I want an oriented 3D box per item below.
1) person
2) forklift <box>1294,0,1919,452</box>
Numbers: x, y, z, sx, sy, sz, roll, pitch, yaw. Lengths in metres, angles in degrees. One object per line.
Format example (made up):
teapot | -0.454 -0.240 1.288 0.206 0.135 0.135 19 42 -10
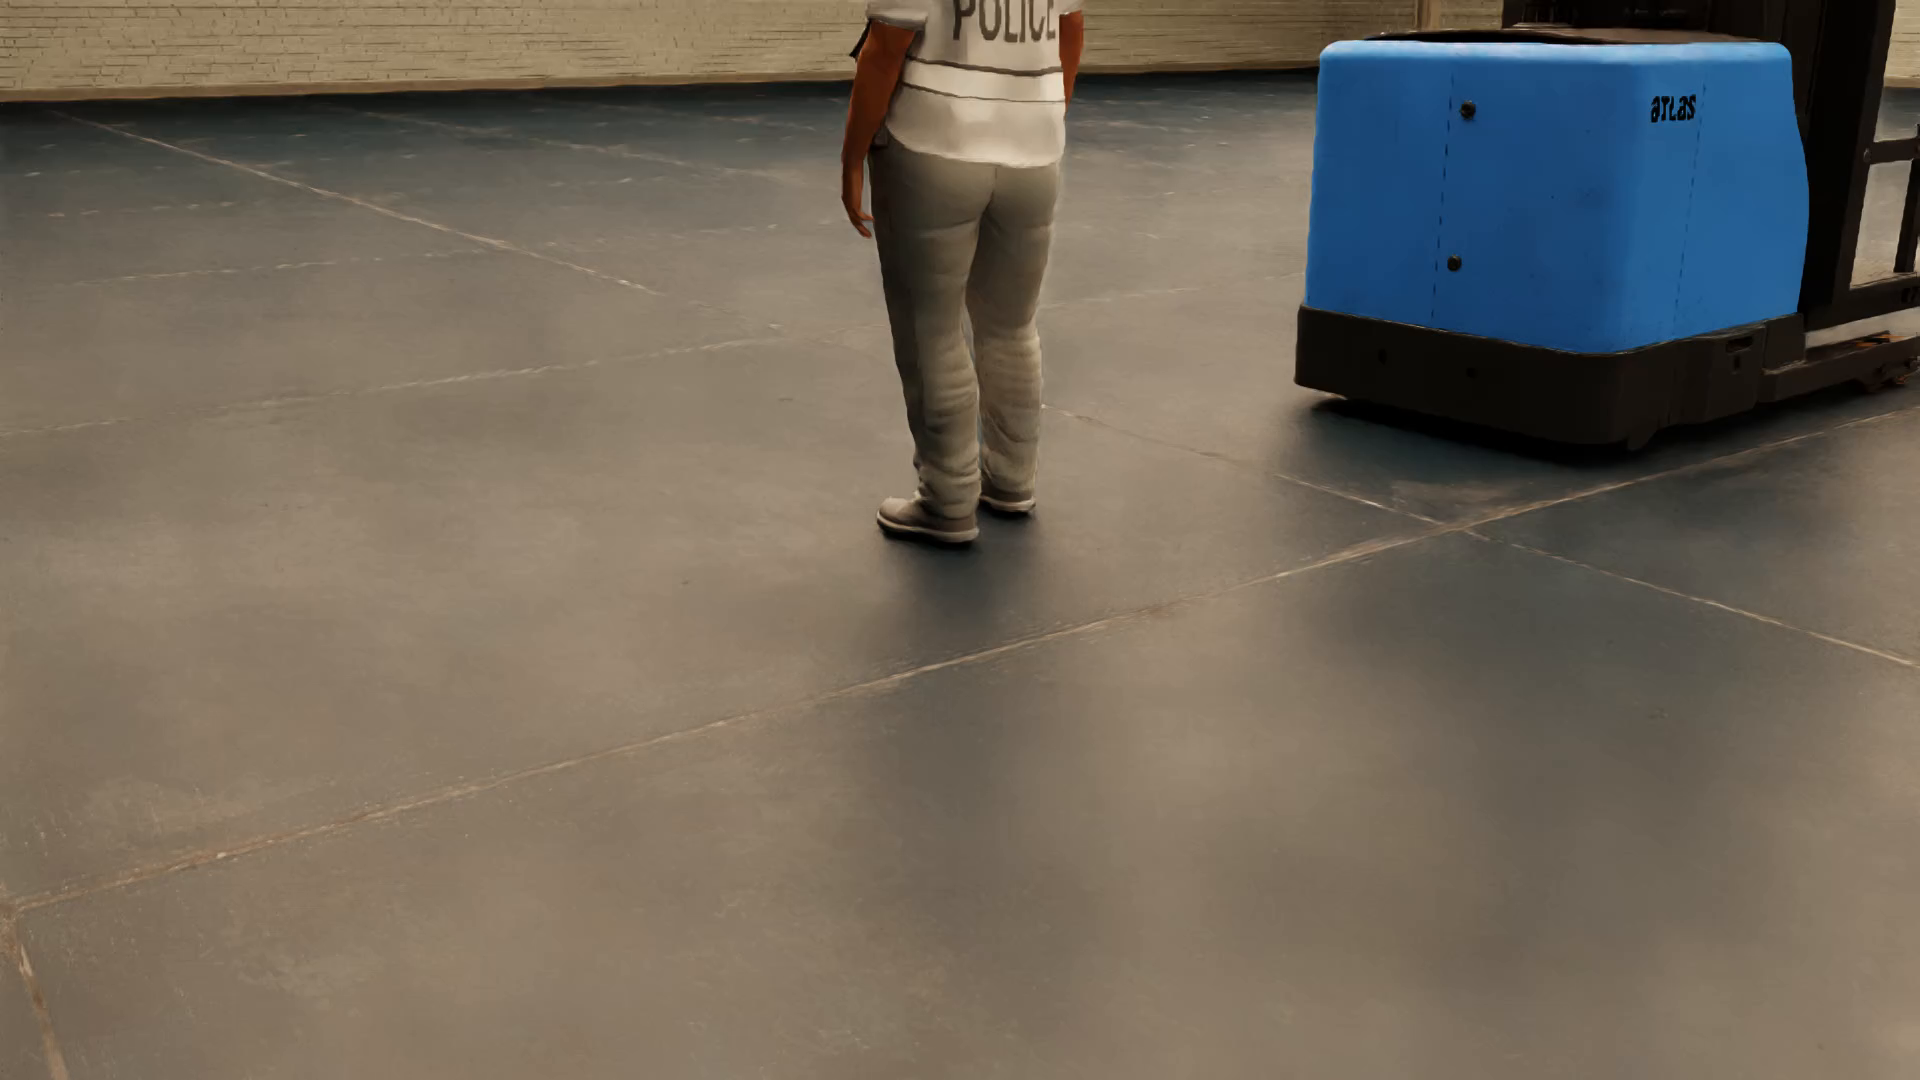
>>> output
person | -0.026 -0.824 3.621 0.598 1.669 0.529 -12 21 -34
forklift | 2.491 -1.974 5.177 3.031 2.935 1.130 -14 22 -36
